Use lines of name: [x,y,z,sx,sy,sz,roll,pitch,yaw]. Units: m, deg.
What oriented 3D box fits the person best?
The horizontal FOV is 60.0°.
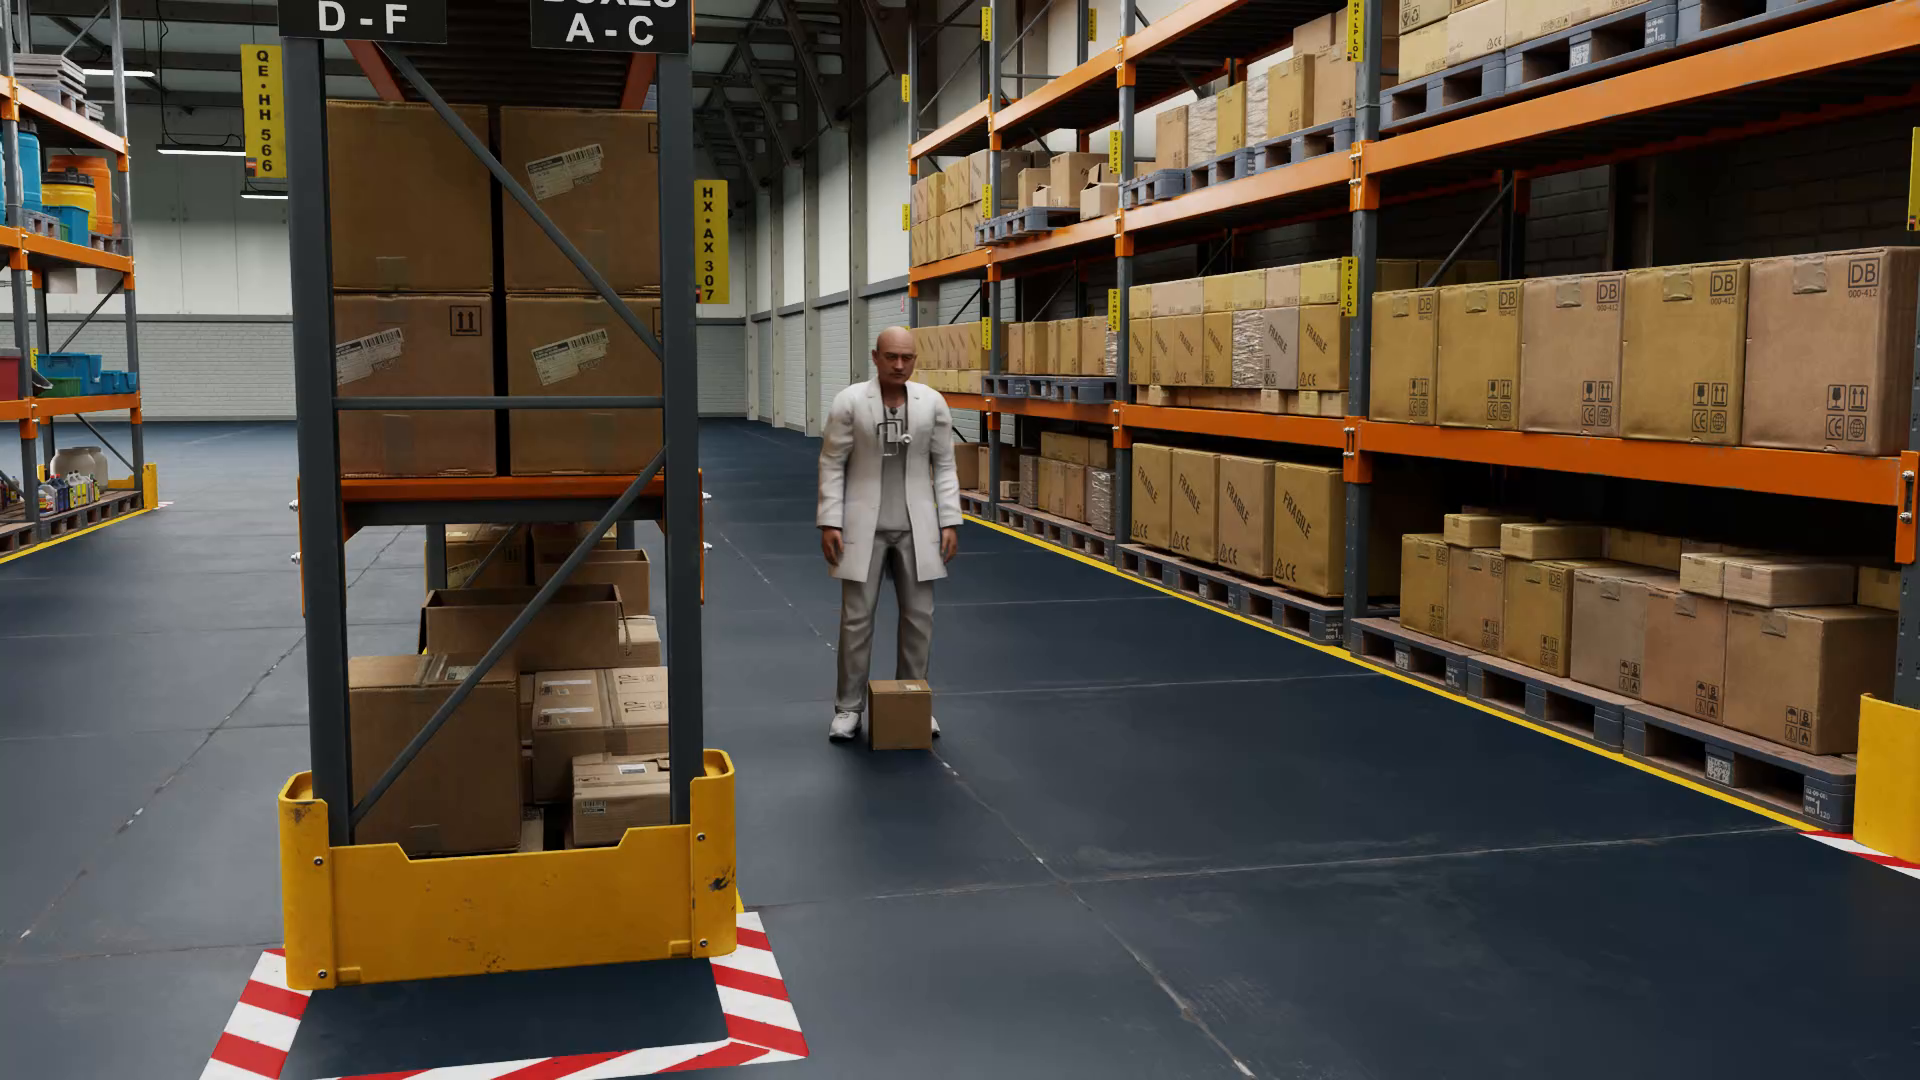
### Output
person: [-0.306,-0.040,7.262,0.650,1.774,0.417,-1,6,-11]
